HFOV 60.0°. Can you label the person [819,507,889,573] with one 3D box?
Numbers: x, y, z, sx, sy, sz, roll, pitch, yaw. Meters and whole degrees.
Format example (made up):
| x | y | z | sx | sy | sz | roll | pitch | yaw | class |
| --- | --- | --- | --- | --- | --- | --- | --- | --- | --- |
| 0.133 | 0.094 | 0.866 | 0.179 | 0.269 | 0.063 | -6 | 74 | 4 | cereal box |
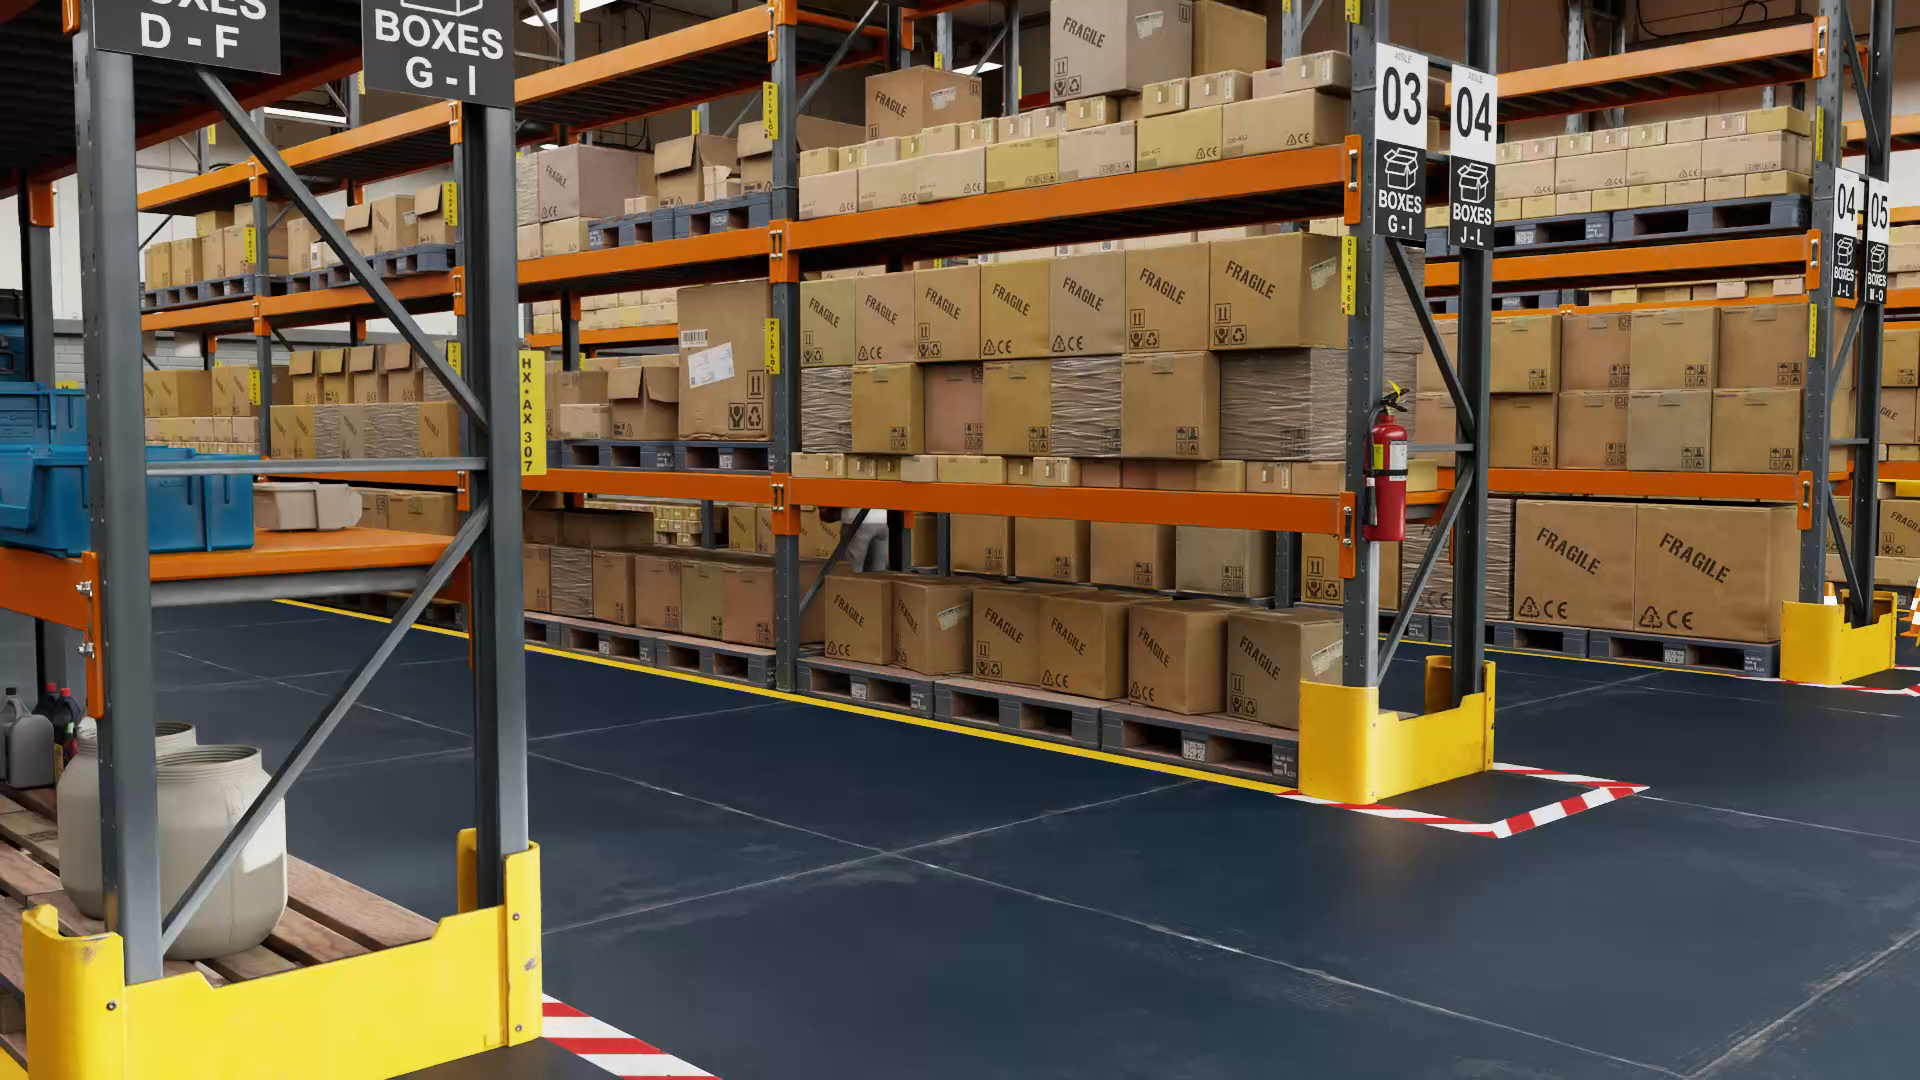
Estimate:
| x | y | z | sx | sy | sz | roll | pitch | yaw | class |
| --- | --- | --- | --- | --- | --- | --- | --- | --- | --- |
| -0.770 | -0.119 | 12.409 | 0.576 | 1.760 | 0.503 | 4 | 5 | 43 | person |
